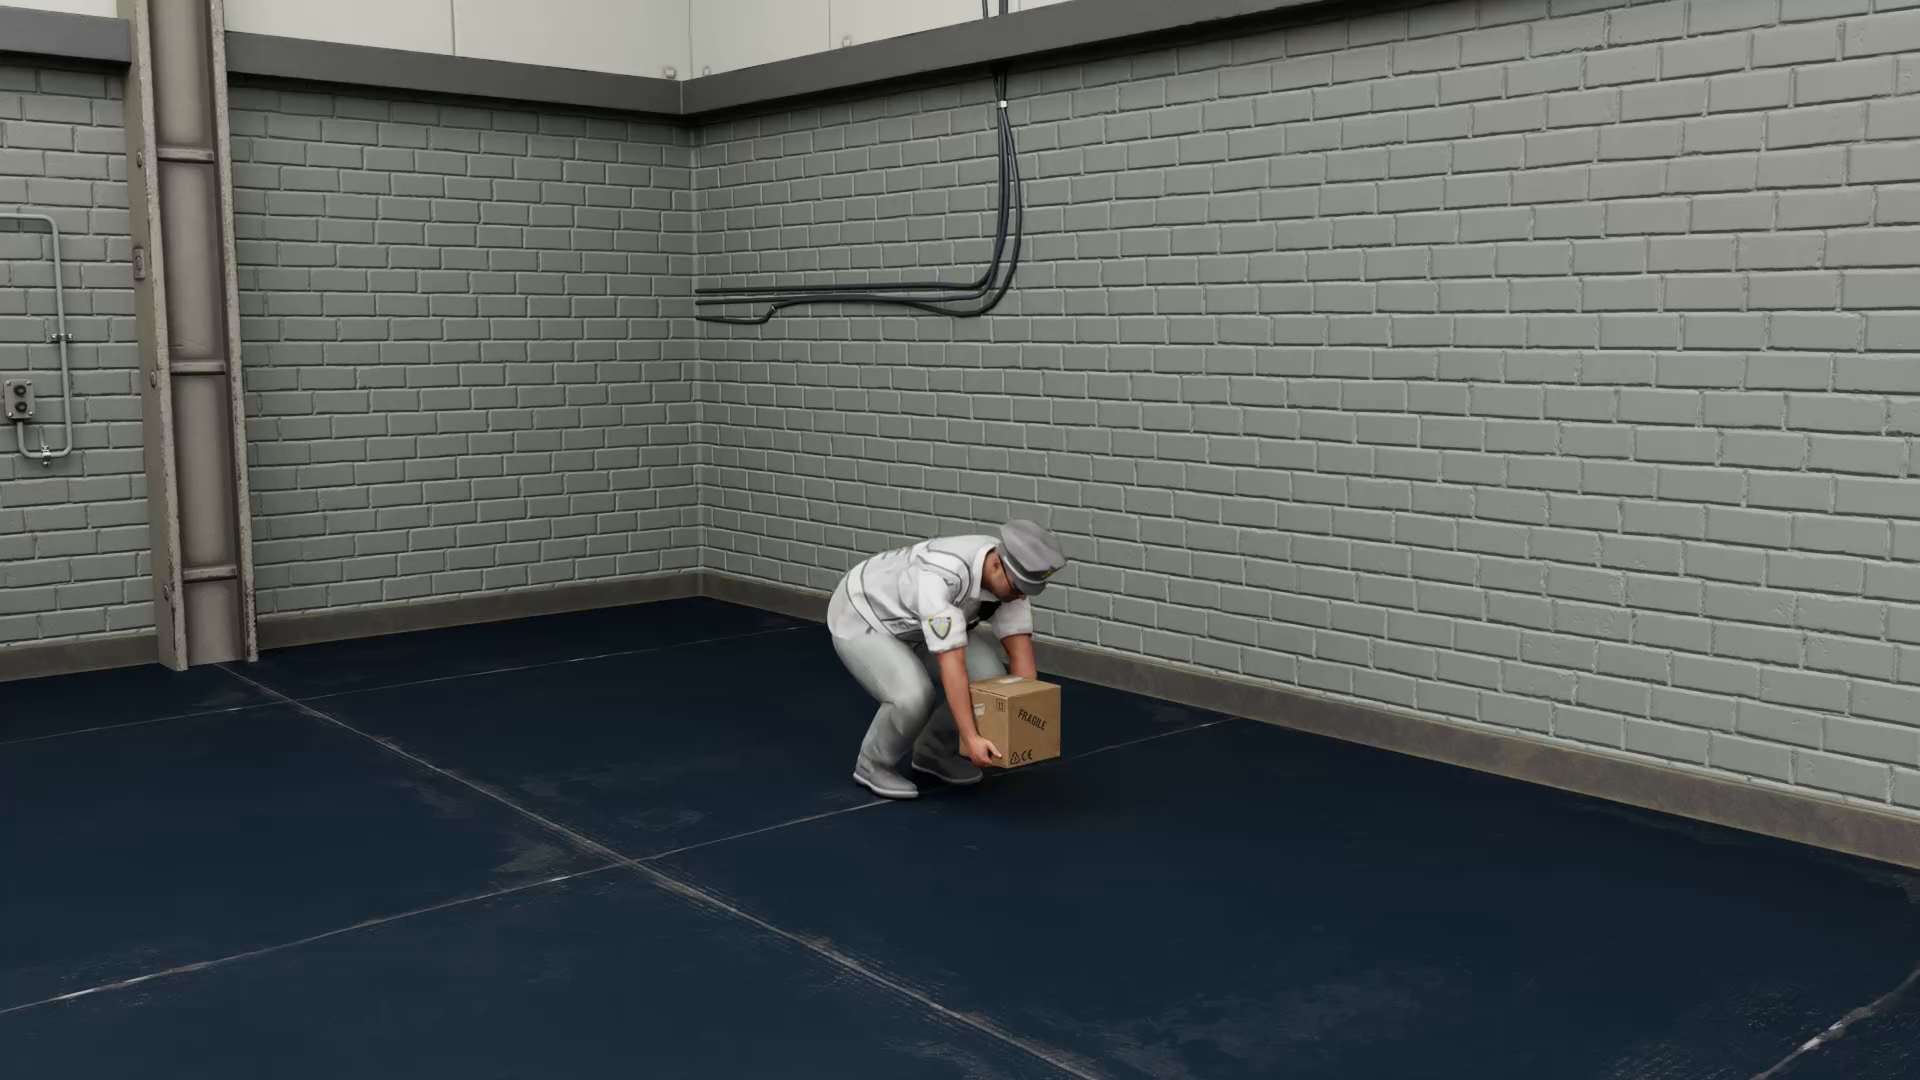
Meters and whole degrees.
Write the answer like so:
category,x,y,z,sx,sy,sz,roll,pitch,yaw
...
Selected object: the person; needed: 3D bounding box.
category,x,y,z,sx,sy,sz,roll,pitch,yaw
person,-0.050,0.411,5.949,0.535,1.023,0.987,-7,10,-43
